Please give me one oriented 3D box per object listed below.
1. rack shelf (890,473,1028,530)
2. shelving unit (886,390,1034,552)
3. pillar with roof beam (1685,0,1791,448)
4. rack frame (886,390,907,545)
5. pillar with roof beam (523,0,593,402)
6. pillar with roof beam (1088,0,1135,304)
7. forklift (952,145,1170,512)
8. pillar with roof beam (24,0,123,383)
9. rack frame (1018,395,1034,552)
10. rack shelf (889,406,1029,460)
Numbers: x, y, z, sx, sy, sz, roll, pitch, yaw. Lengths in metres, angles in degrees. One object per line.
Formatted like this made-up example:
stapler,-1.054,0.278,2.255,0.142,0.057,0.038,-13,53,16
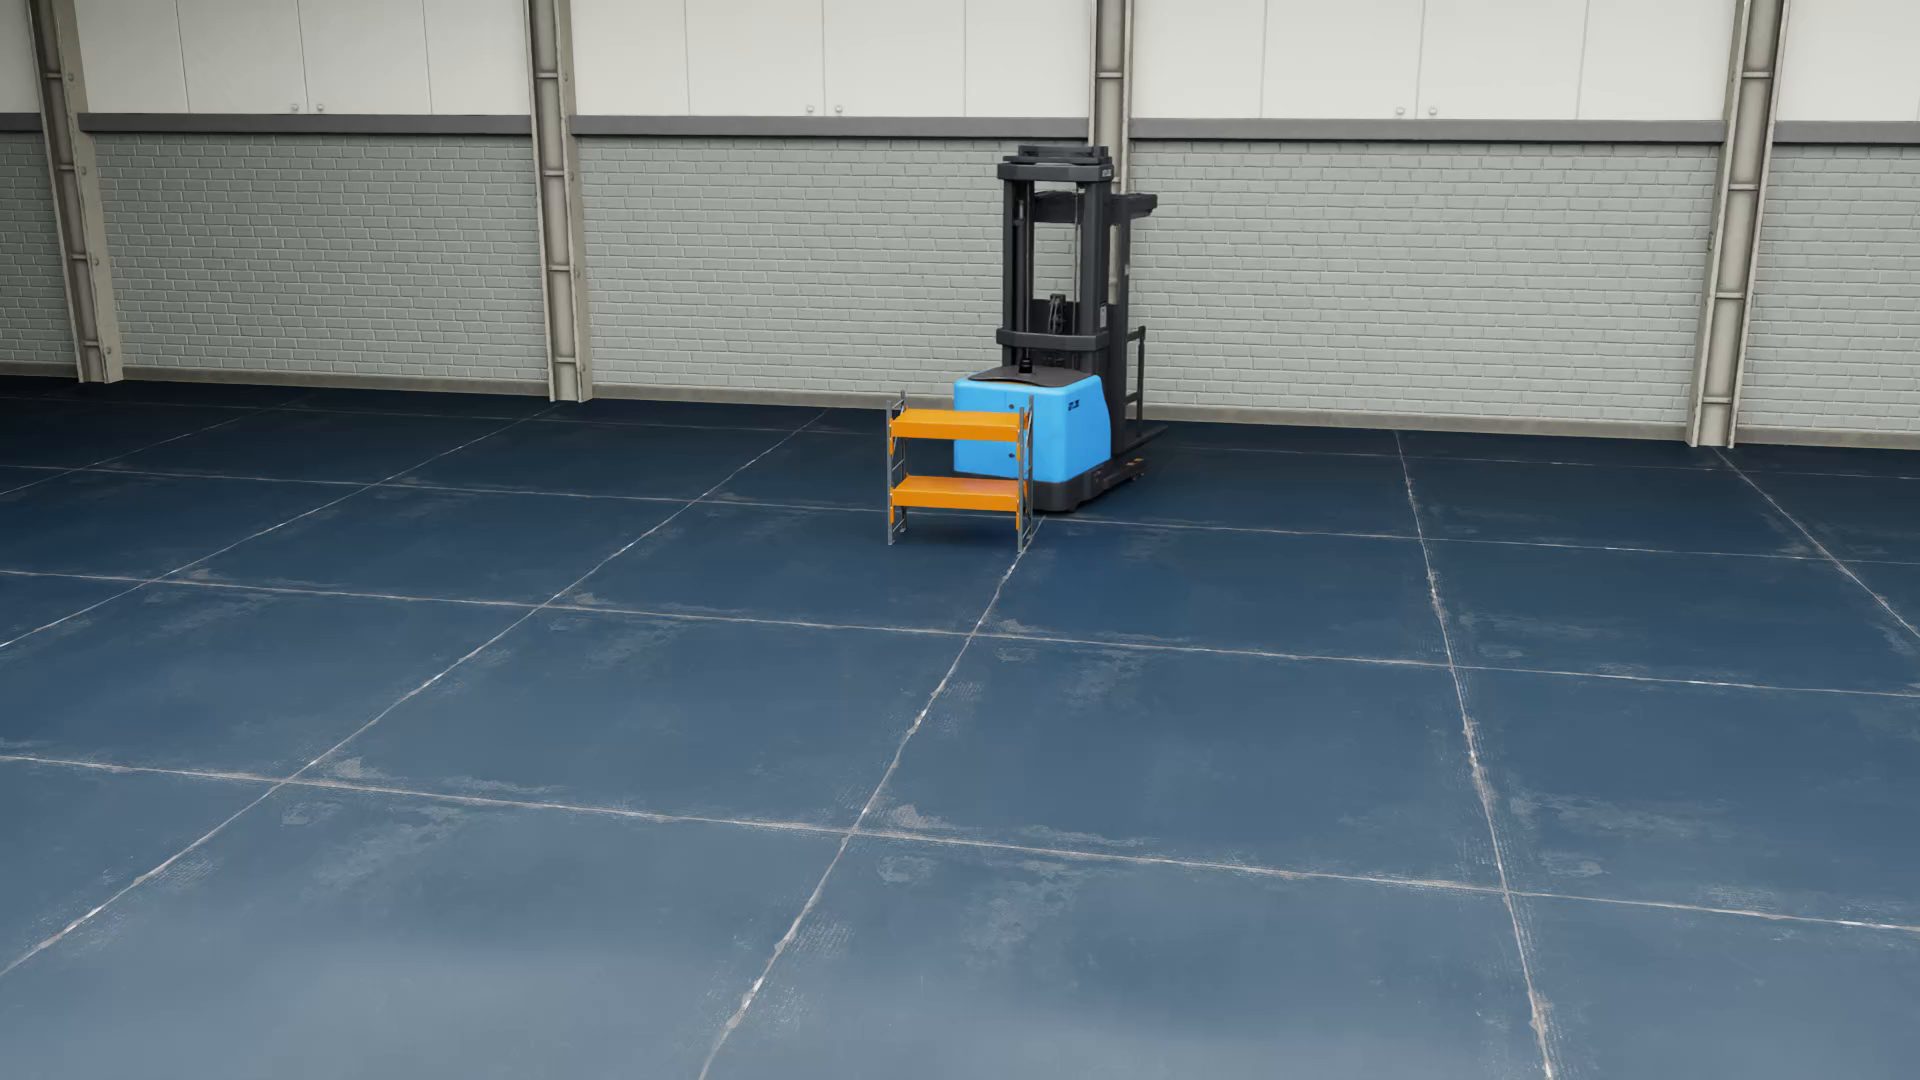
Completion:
rack shelf,0.007,-0.306,12.906,1.000,0.278,0.538,3,16,11
shelving unit,0.007,-0.542,12.841,1.048,1.125,0.538,3,16,11
pillar with roof beam,6.532,-4.157,11.142,0.400,9.000,9.100,3,16,11
rack frame,-0.492,-0.569,12.938,0.032,1.125,0.500,3,16,11
pillar with roof beam,-5.227,-4.795,13.447,0.400,9.000,9.100,3,16,11
pillar with roof beam,0.653,-4.476,12.294,0.400,9.000,9.100,3,16,11
forklift,1.052,-1.990,14.685,1.130,2.935,3.031,8,17,26
pillar with roof beam,-11.107,-5.115,14.599,0.400,9.000,9.100,3,16,11
rack frame,0.505,-0.515,12.743,0.032,1.125,0.500,3,16,11
rack shelf,0.007,-0.824,12.762,1.000,0.278,0.538,3,16,11
